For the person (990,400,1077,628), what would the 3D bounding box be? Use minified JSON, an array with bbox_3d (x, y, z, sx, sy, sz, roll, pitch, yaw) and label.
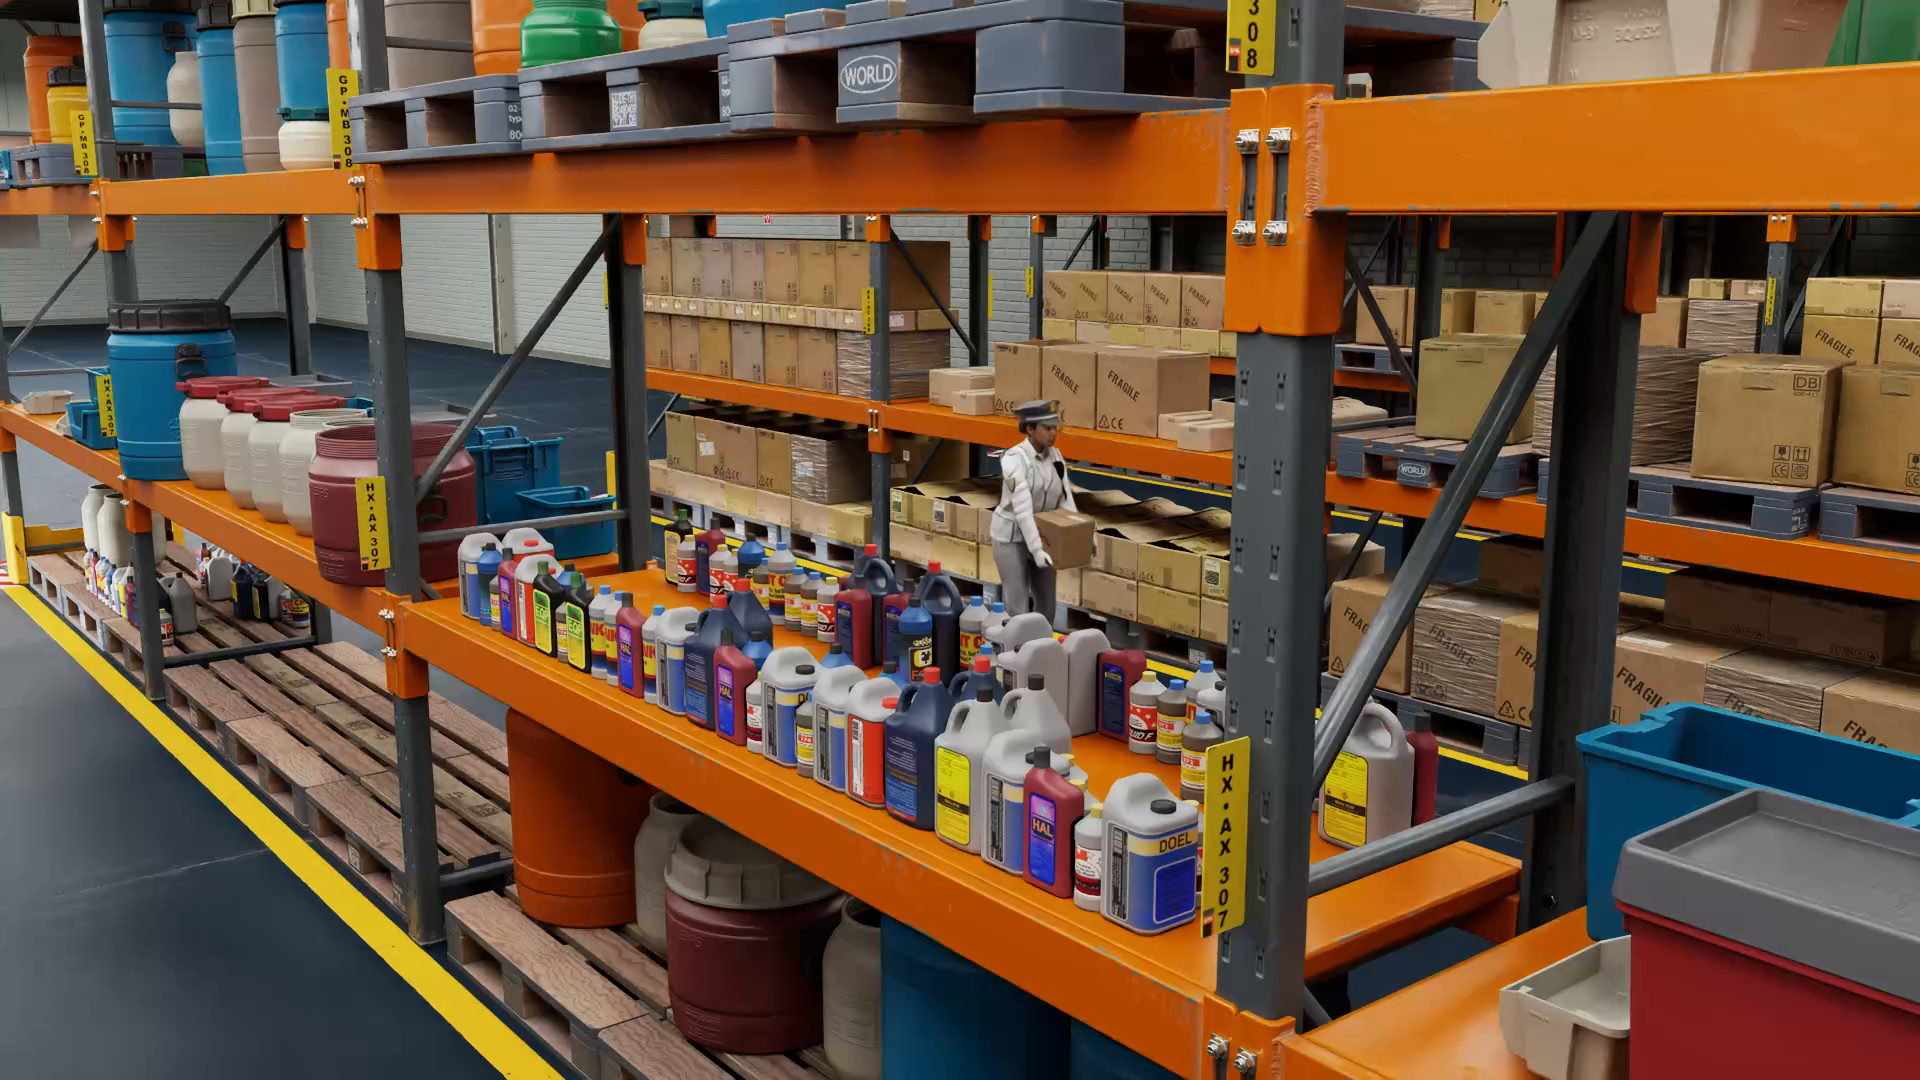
[{"bbox_3d":[0.433,0.047,9.218,0.417,1.664,0.542,-9,14,-40],"label":"person"}]
